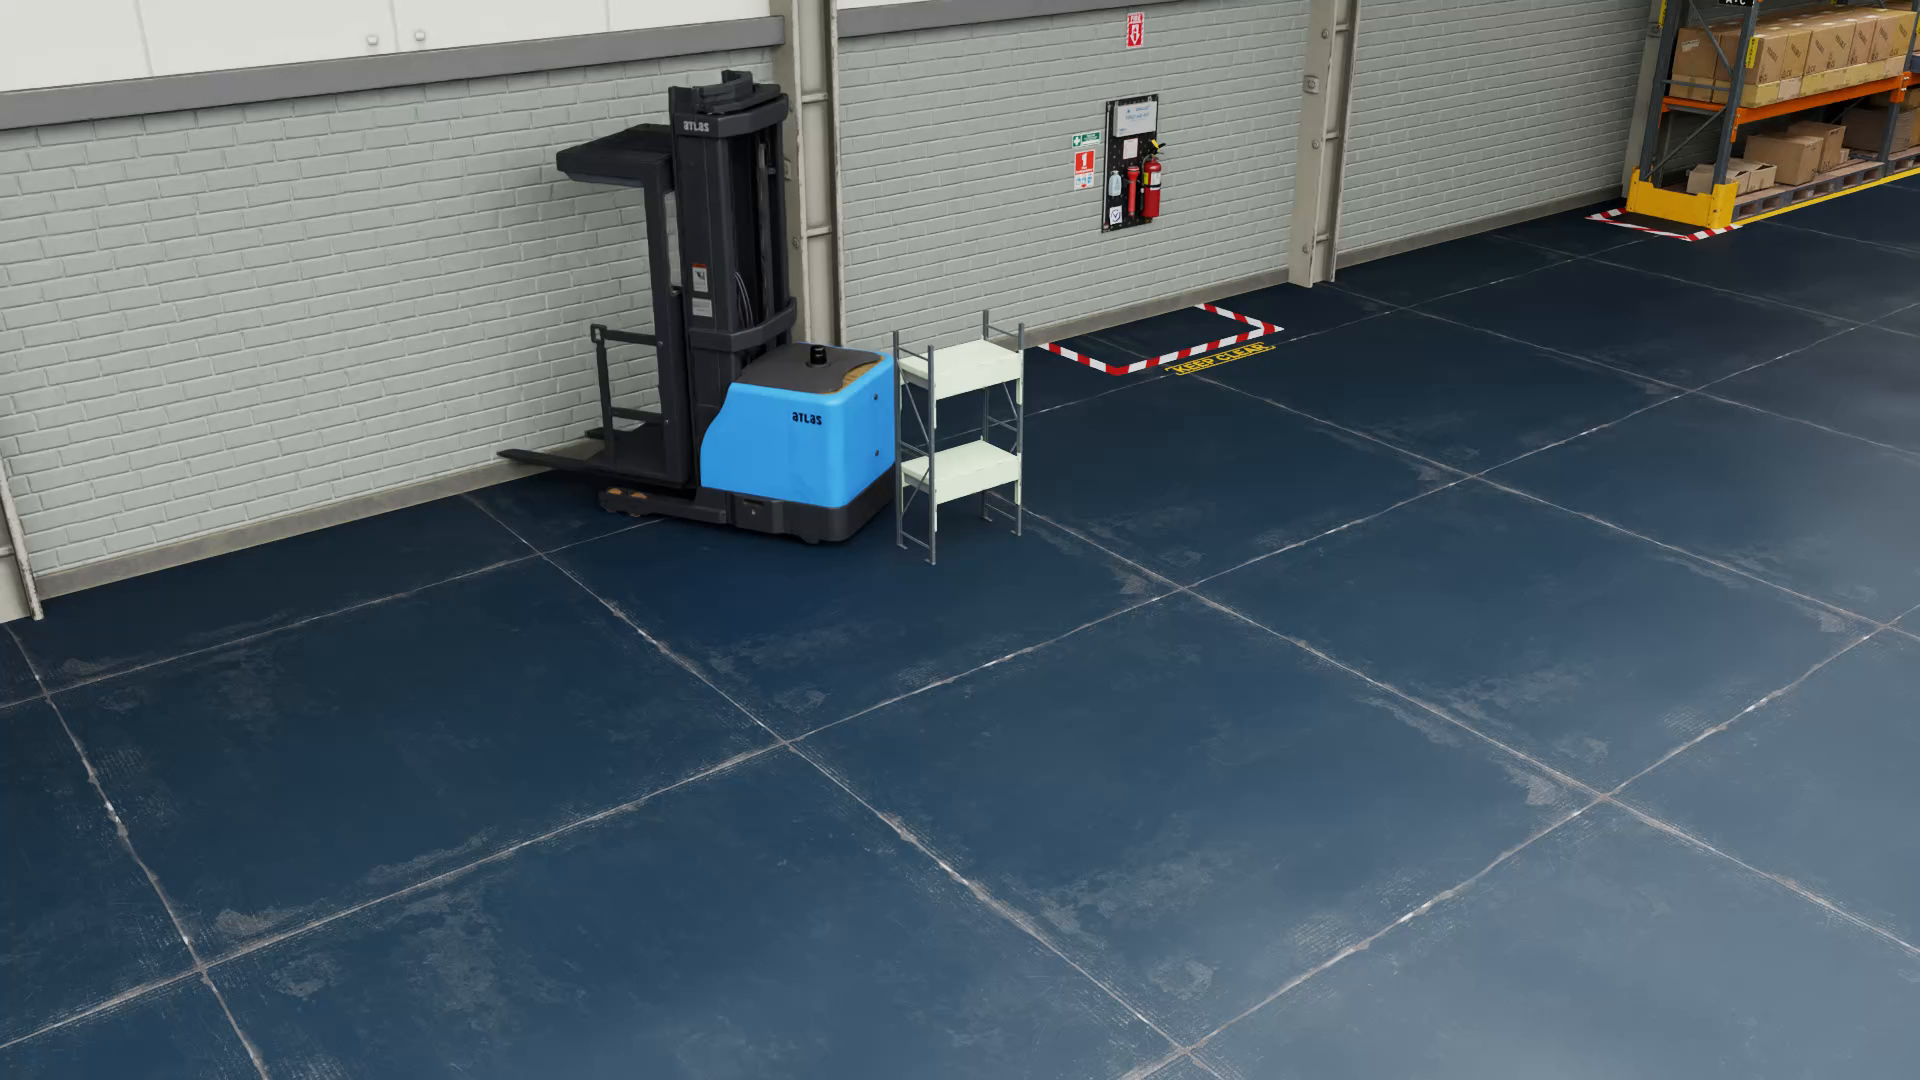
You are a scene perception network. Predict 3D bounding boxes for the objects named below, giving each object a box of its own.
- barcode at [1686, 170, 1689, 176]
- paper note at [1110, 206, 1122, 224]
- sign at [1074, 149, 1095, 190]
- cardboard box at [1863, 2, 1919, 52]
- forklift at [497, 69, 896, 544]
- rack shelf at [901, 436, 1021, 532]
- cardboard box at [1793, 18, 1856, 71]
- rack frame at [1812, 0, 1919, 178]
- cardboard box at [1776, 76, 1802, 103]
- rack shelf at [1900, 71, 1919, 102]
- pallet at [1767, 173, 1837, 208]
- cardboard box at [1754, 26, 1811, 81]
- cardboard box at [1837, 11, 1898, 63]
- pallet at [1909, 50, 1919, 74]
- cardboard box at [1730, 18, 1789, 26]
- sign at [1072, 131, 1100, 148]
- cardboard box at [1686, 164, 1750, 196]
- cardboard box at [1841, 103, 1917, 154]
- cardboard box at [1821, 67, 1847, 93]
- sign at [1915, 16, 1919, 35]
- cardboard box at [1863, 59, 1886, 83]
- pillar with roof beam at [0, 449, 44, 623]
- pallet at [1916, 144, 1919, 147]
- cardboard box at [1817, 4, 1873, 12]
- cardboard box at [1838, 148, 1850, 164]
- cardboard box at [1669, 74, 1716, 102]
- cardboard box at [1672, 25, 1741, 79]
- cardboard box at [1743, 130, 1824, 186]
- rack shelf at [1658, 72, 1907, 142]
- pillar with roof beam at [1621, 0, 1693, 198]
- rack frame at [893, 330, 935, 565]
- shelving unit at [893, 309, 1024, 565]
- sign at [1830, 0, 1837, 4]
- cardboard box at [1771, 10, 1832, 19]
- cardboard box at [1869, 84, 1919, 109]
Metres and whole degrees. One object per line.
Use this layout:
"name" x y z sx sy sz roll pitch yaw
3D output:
"barcode" 8.638 -4.360 19.741 0.075 0.075 0.001 -18 31 -34
"paper note" 1.416 -2.946 15.082 0.142 0.148 0.016 -18 31 -34
"sign" 1.099 -3.276 14.703 0.234 0.329 0.001 -18 31 -34
"cardboard box" 11.840 -6.493 21.037 0.500 0.500 0.700 -18 30 -34
"forklift" -1.984 -1.684 11.397 3.031 2.935 1.130 10 27 20
"rack shelf" -0.005 -0.383 11.068 0.720 0.370 0.431 -18 31 -34
"cardboard box" 10.036 -5.789 19.425 0.500 0.500 0.500 -17 30 -32
"rack frame" 11.418 -6.128 20.890 0.127 3.000 1.000 -18 31 -34
"cardboard box" 9.250 -5.191 19.026 0.500 0.250 0.500 -19 31 -36
"rack shelf" 12.992 -6.321 22.161 4.000 0.370 1.077 -18 31 -34
"pallet" 9.951 -4.358 20.389 1.213 0.211 1.003 -18 31 -34
"cardboard box" 9.227 -5.519 18.843 0.500 0.500 0.500 -18 30 -34
"cardboard box" 10.848 -6.052 19.991 0.500 0.500 0.500 -18 31 -34
"pallet" 12.110 -6.191 21.254 1.213 0.211 1.003 -18 31 -34
"cardboard box" 9.317 -5.826 19.503 0.500 0.500 0.500 -19 31 -35
"sign" 1.108 -3.514 14.587 0.331 0.109 0.001 -18 31 -34
"cardboard box" 8.871 -4.218 19.448 0.500 0.311 0.500 -23 33 -40
"cardboard box" 11.987 -5.390 21.747 0.500 0.500 0.700 -17 30 -32
"cardboard box" 10.054 -5.452 19.588 0.500 0.250 0.500 -18 30 -34
"sign" 11.759 -6.343 20.325 0.005 0.325 0.100 -18 31 -34
"cardboard box" 10.835 -5.718 20.163 0.500 0.250 0.500 -18 30 -34
"pillar with roof beam" -3.220 -2.176 5.250 0.400 9.000 9.100 -18 31 -34
"pallet" 12.991 -5.384 22.600 1.213 0.211 1.003 -18 31 -34
"cardboard box" 10.920 -6.356 20.645 0.500 0.500 0.500 -19 31 -35
"cardboard box" 11.016 -4.893 21.073 0.380 0.166 0.250 22 33 39
"cardboard box" 8.519 -5.215 19.078 0.500 0.250 0.500 -18 30 -33
"cardboard box" 8.510 -5.563 18.936 0.500 0.500 0.500 -19 31 -35
"cardboard box" 9.927 -4.626 20.102 0.500 0.500 0.700 -21 32 -37
"rack shelf" 9.845 -5.282 19.922 4.000 0.370 1.077 -18 31 -34
"pillar with roof beam" 10.944 -6.852 15.325 0.400 9.000 9.100 -18 31 -34
"rack frame" -0.293 -0.583 10.726 0.023 1.500 0.400 -18 31 -34
"shelving unit" -0.005 -0.679 10.931 0.755 1.500 0.431 -18 31 -34
"sign" 11.073 -6.836 21.040 0.005 0.325 0.100 -18 31 -34
"cardboard box" 10.115 -6.095 20.084 0.500 0.500 0.500 -17 30 -33
"cardboard box" 12.332 -5.846 21.838 0.500 0.250 0.500 -19 31 -35
